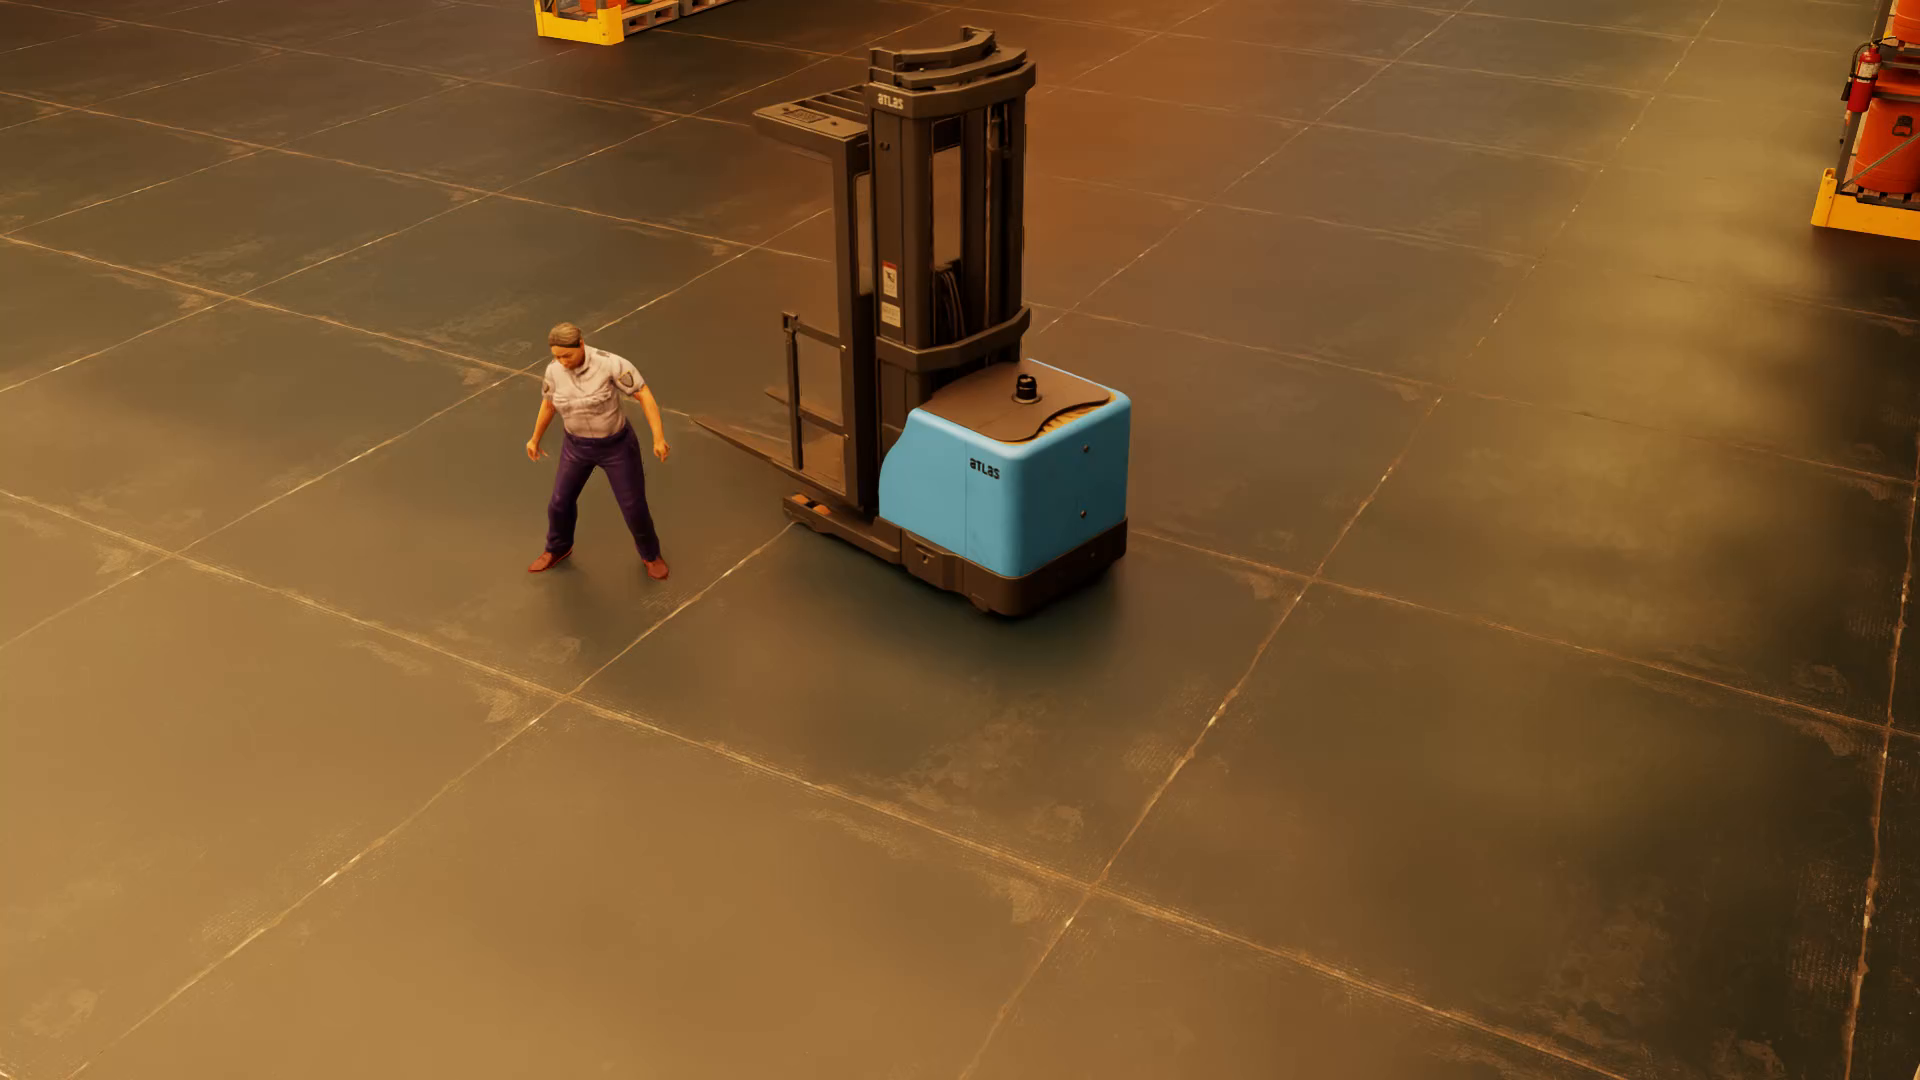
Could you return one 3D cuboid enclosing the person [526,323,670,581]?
[{"bbox_3d":[-2.060,-0.492,9.303,0.929,1.606,0.384,4,30,7],"label":"person"}]

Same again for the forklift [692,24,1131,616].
[{"bbox_3d":[-0.443,-1.479,9.634,3.031,2.935,1.130,26,39,37],"label":"forklift"}]
